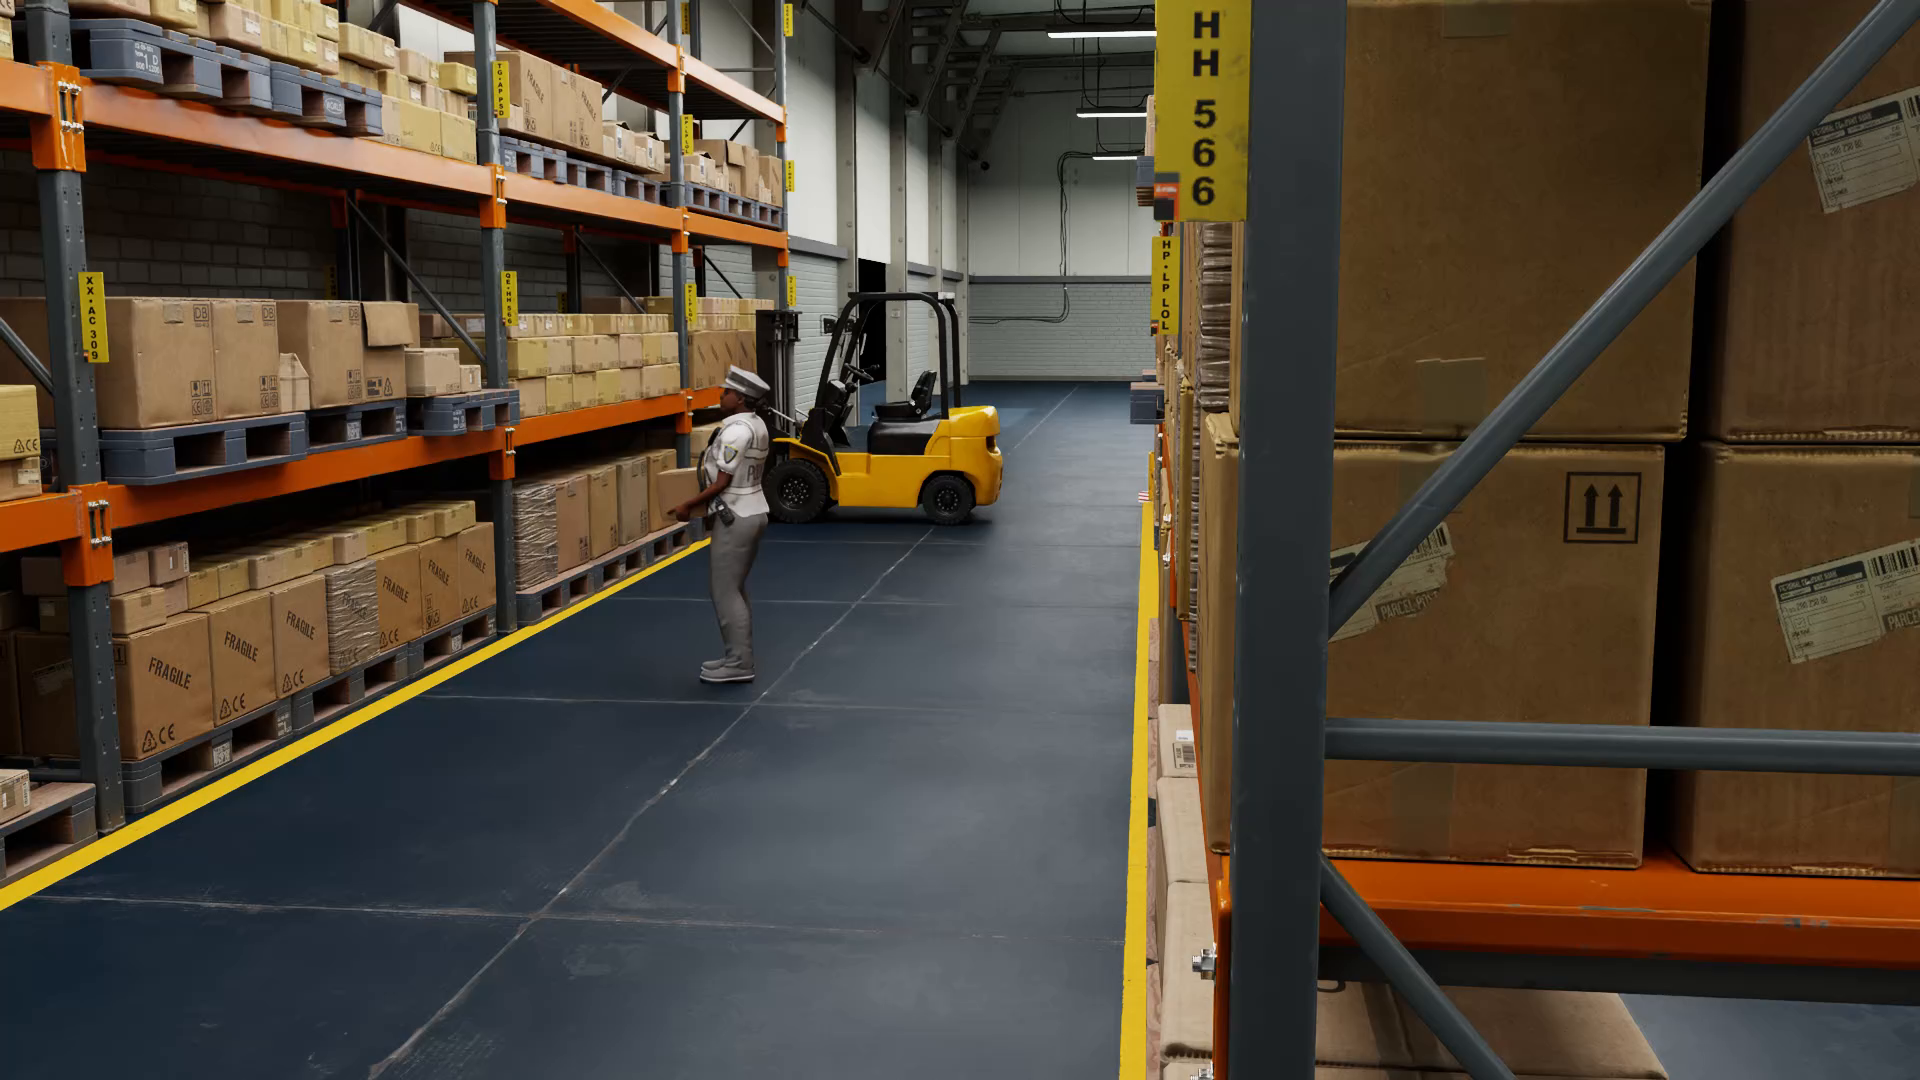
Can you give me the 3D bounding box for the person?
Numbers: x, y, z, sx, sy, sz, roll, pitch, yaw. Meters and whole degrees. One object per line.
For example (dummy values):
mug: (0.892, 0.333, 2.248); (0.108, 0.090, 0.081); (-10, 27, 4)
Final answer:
person: (-1.269, -0.095, 8.901); (0.540, 1.688, 0.450); (1, 8, 7)
